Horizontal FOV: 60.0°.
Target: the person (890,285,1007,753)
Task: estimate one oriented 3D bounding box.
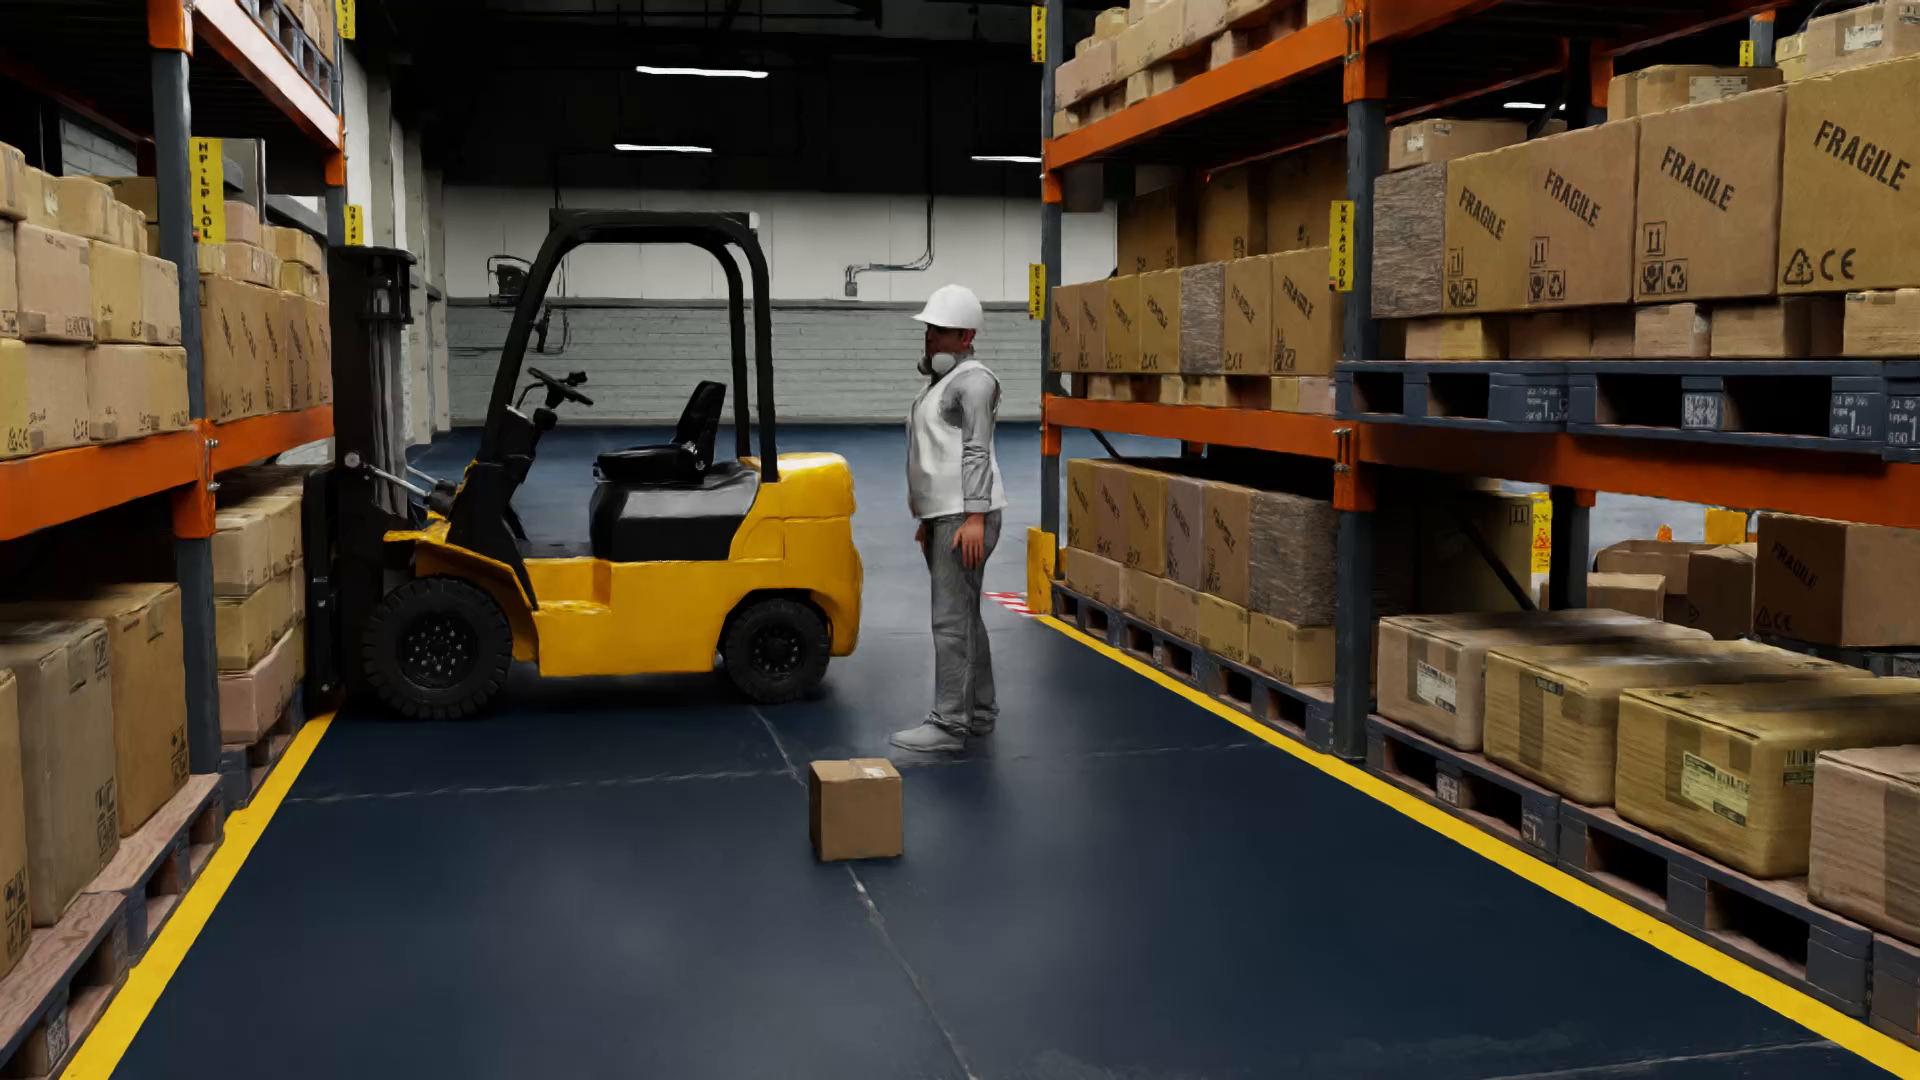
[{"bbox_3d":[-0.063,-0.088,6.414,0.501,1.772,0.608,-2,6,-14],"label":"person"}]
